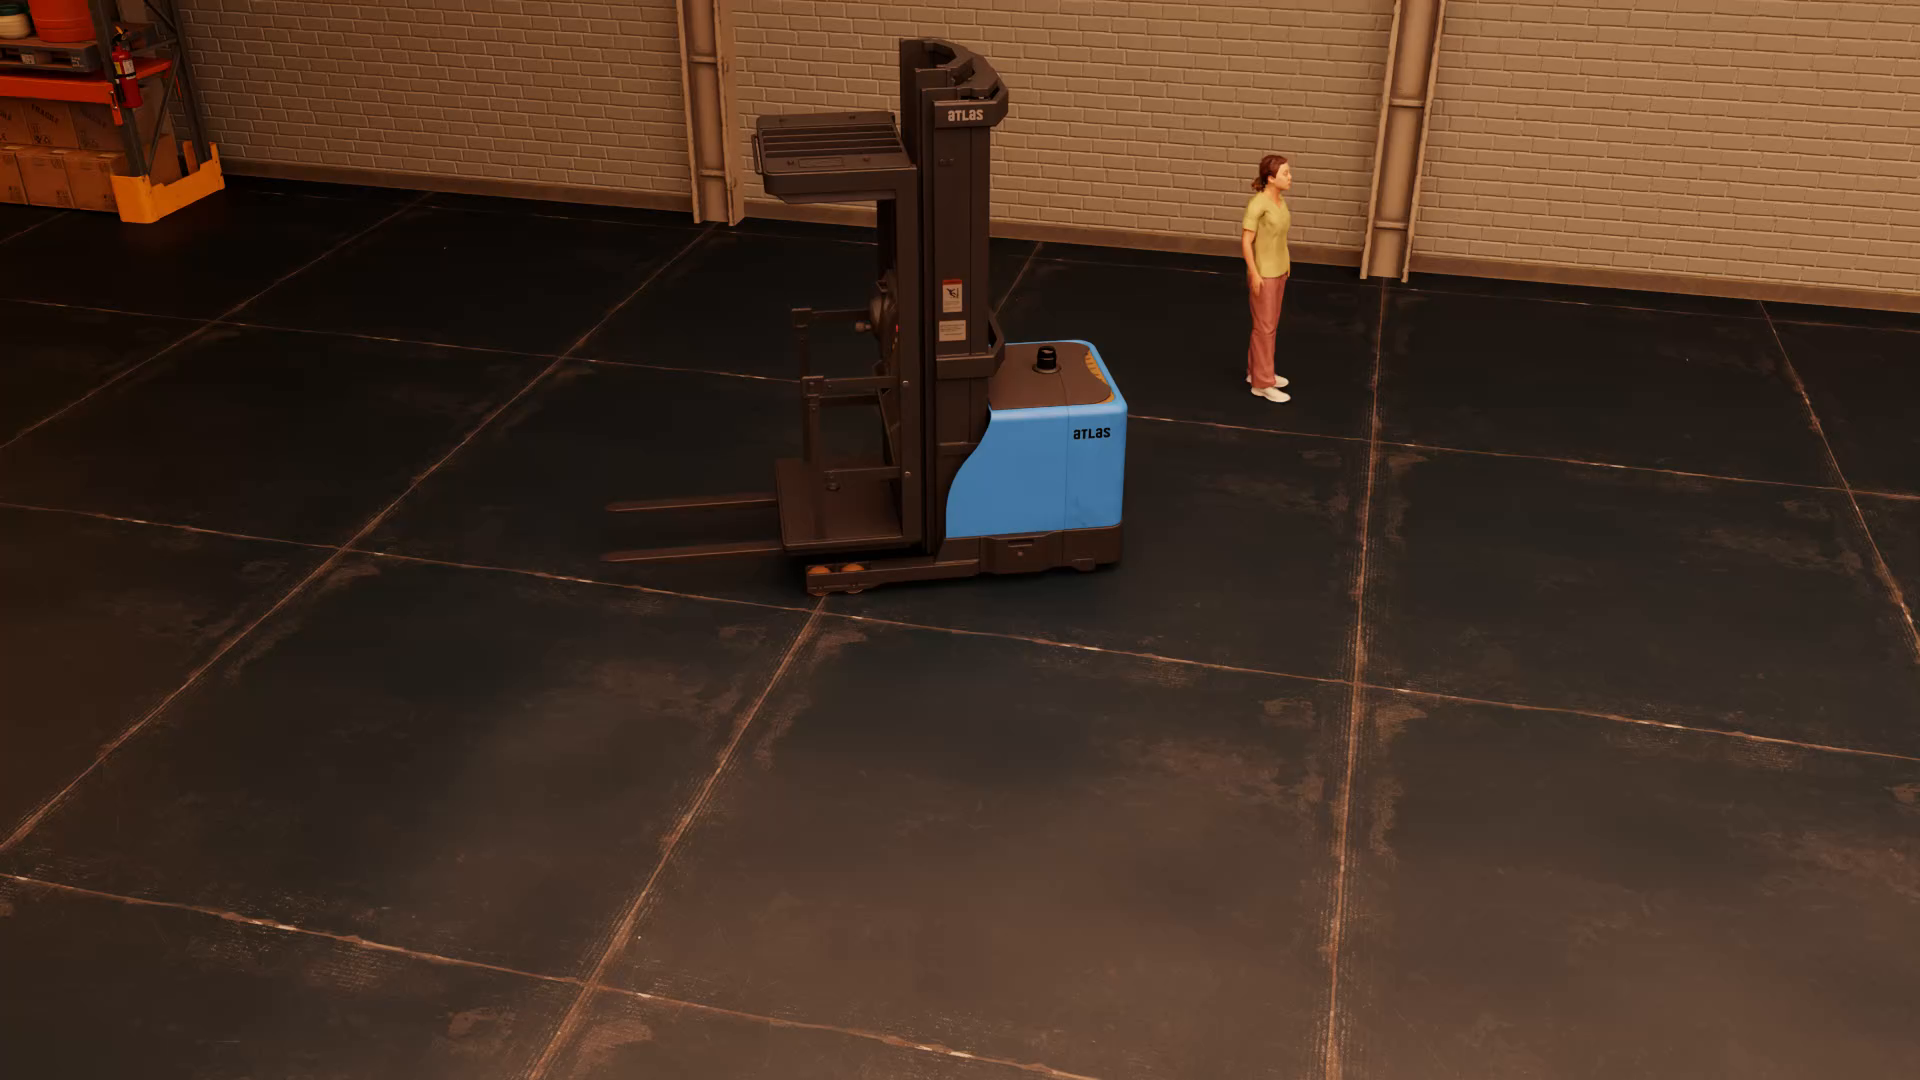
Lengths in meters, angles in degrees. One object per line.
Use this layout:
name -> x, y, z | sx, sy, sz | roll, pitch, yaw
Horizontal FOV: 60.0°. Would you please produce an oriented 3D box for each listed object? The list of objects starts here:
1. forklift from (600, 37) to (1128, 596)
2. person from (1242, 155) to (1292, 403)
forklift -> -0.602, -1.232, 9.345 | 3.031, 2.935, 1.130 | -4, 30, -7
person -> 2.238, -1.862, 11.721 | 0.547, 1.677, 0.553 | 18, 34, 29
